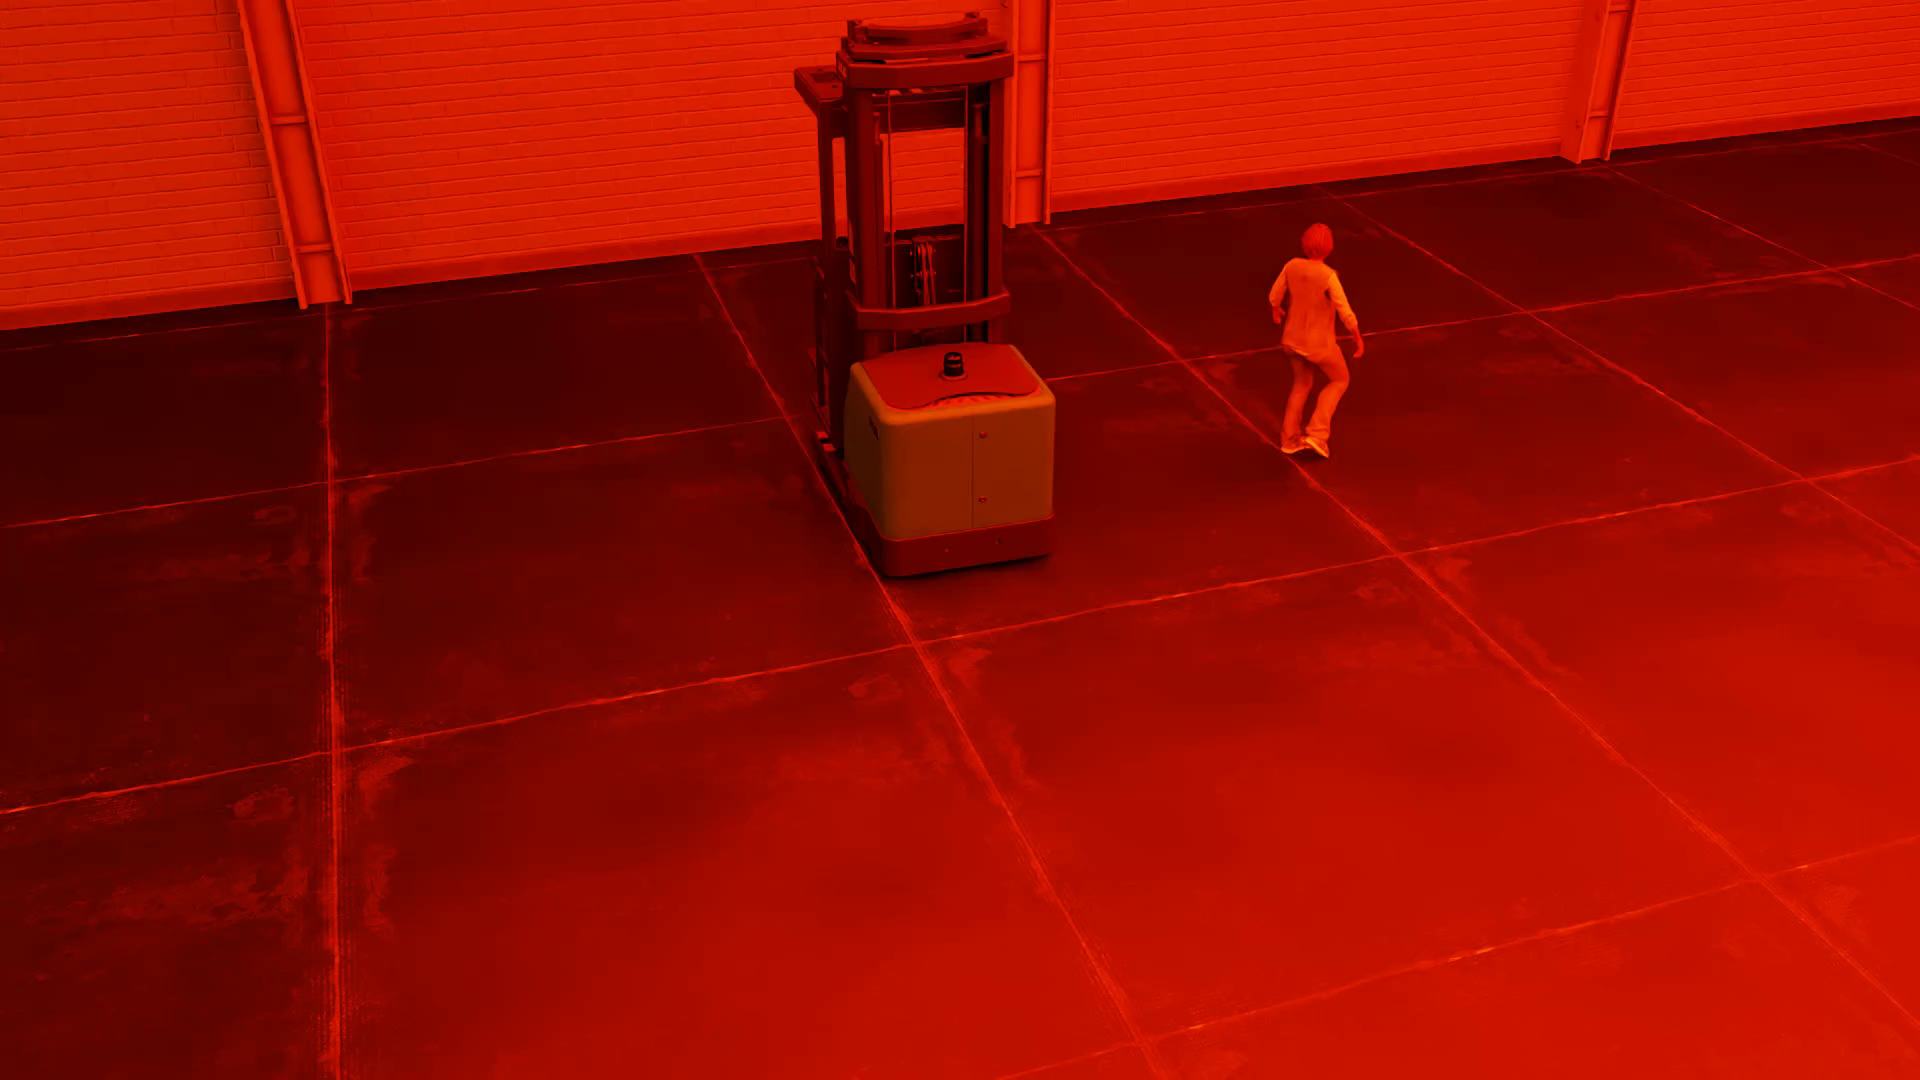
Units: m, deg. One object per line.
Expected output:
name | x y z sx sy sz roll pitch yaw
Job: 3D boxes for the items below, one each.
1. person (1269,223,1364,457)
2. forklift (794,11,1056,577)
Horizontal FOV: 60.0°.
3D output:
person | 2.249 -1.285 10.703 0.420 1.572 0.686 -23 37 -34
forklift | -0.351 -1.782 10.185 1.130 2.935 3.031 -8 31 -14
